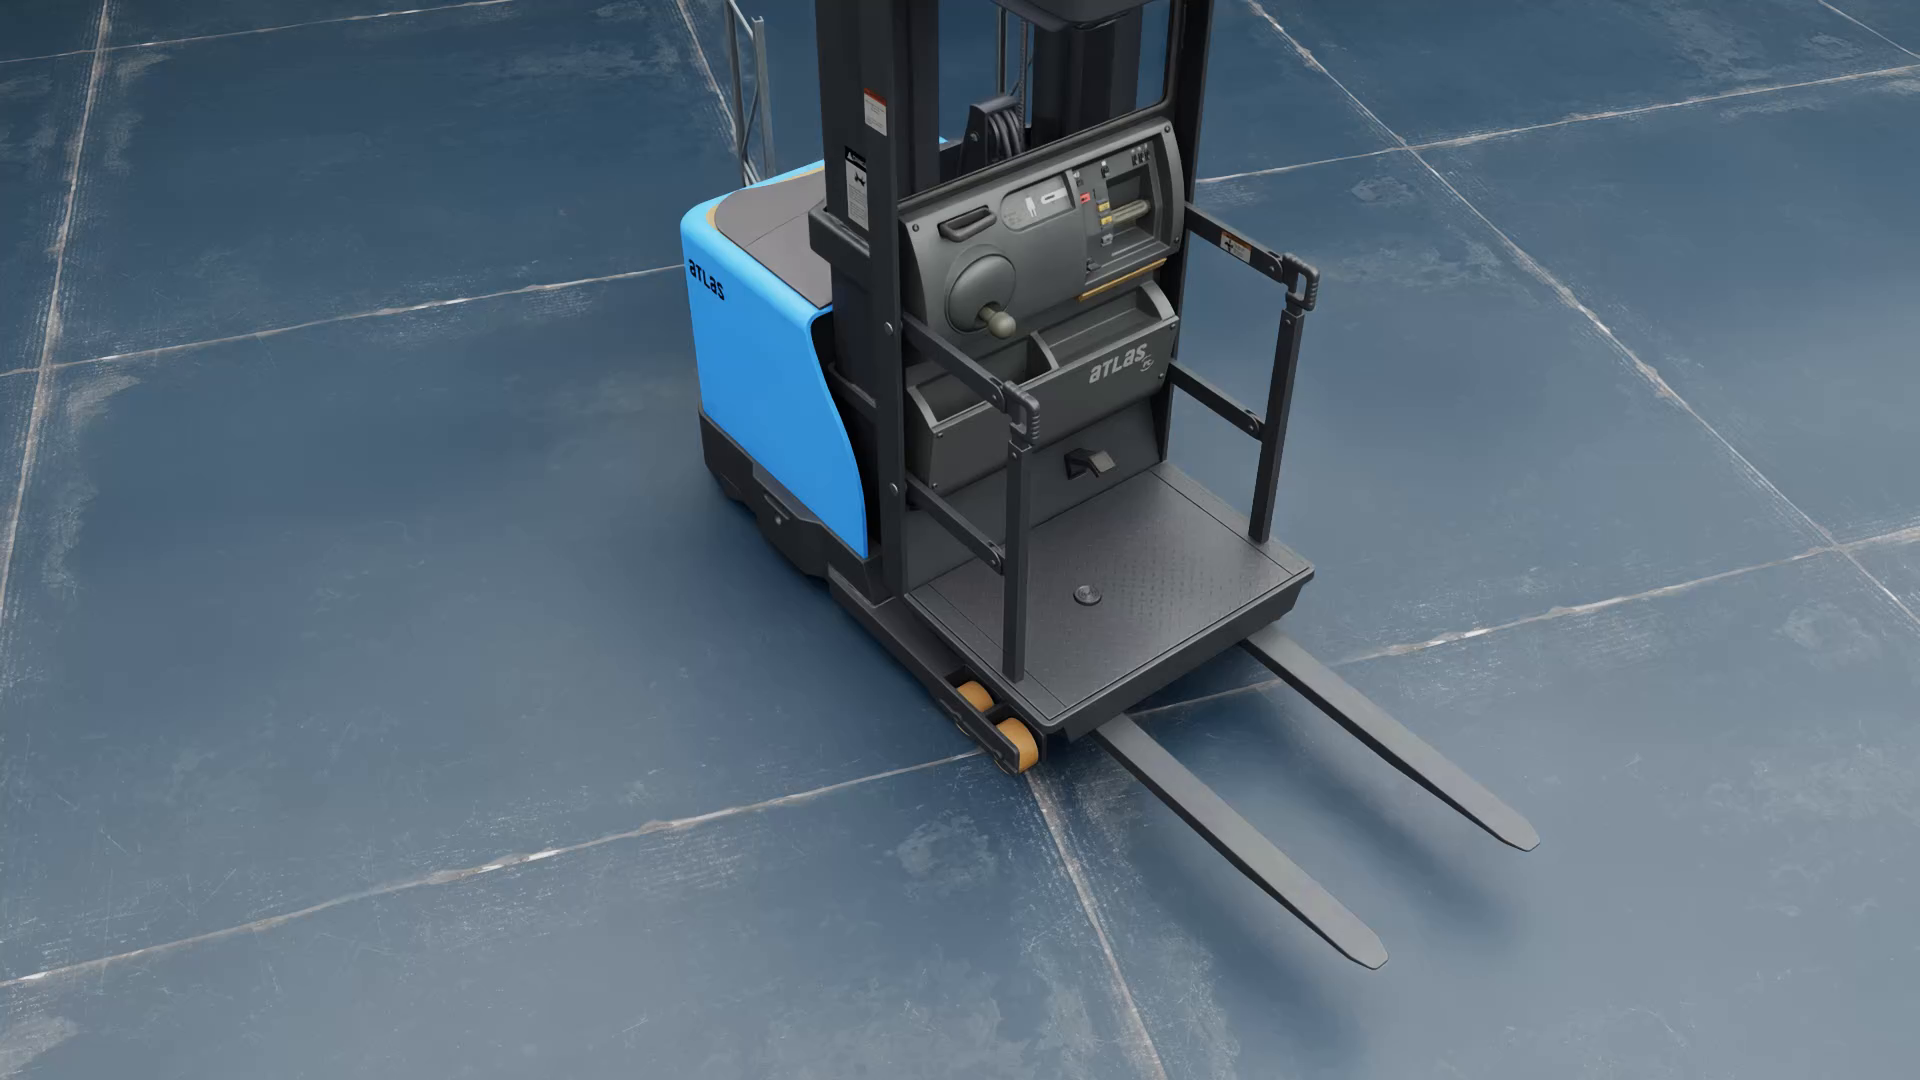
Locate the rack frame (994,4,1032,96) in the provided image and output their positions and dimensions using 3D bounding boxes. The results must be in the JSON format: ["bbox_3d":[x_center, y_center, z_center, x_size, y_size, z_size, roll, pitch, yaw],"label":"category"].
[{"bbox_3d":[0.227,-1.487,6.308,0.032,1.500,0.500,-13,42,-14],"label":"rack frame"}]

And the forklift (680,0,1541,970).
[{"bbox_3d":[0.381,-0.779,4.414,1.130,2.935,3.031,-27,48,-27],"label":"forklift"}]

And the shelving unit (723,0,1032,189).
[{"bbox_3d":[-0.252,-1.376,6.182,1.048,1.500,0.538,-13,42,-14],"label":"shelving unit"}]

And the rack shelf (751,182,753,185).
[{"bbox_3d":[-0.252,-1.240,6.299,1.000,0.185,0.538,-13,42,-14],"label":"rack shelf"}]

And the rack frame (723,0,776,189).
[{"bbox_3d":[-0.732,-1.265,6.055,0.032,1.500,0.500,-13,42,-14],"label":"rack frame"}]
